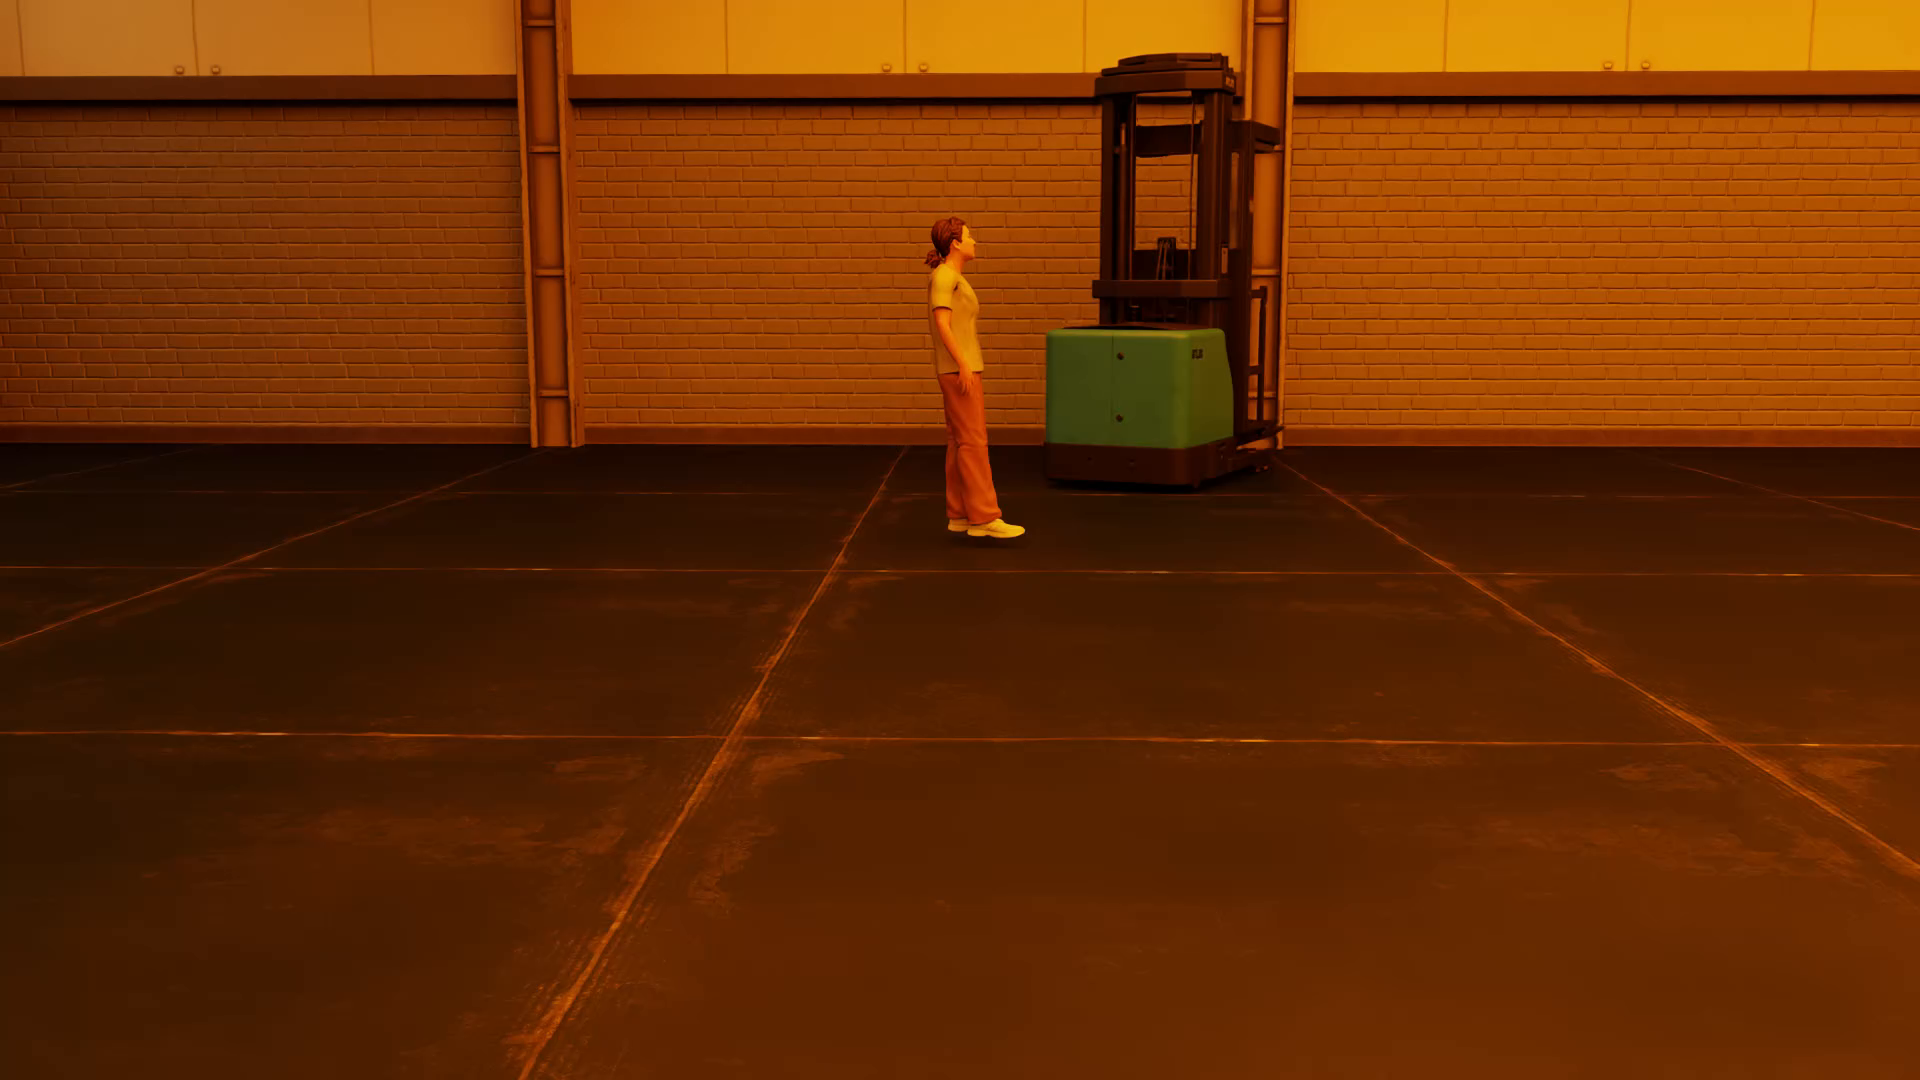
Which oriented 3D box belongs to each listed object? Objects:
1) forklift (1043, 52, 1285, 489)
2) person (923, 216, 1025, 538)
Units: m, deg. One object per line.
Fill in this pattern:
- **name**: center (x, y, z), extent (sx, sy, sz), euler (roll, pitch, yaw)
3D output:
- **forklift**: center (1.672, -1.969, 12.187), extent (1.130, 2.935, 3.031), euler (4, 10, 26)
- **person**: center (0.082, -0.873, 8.855), extent (0.531, 1.673, 0.554), euler (0, 9, 1)
